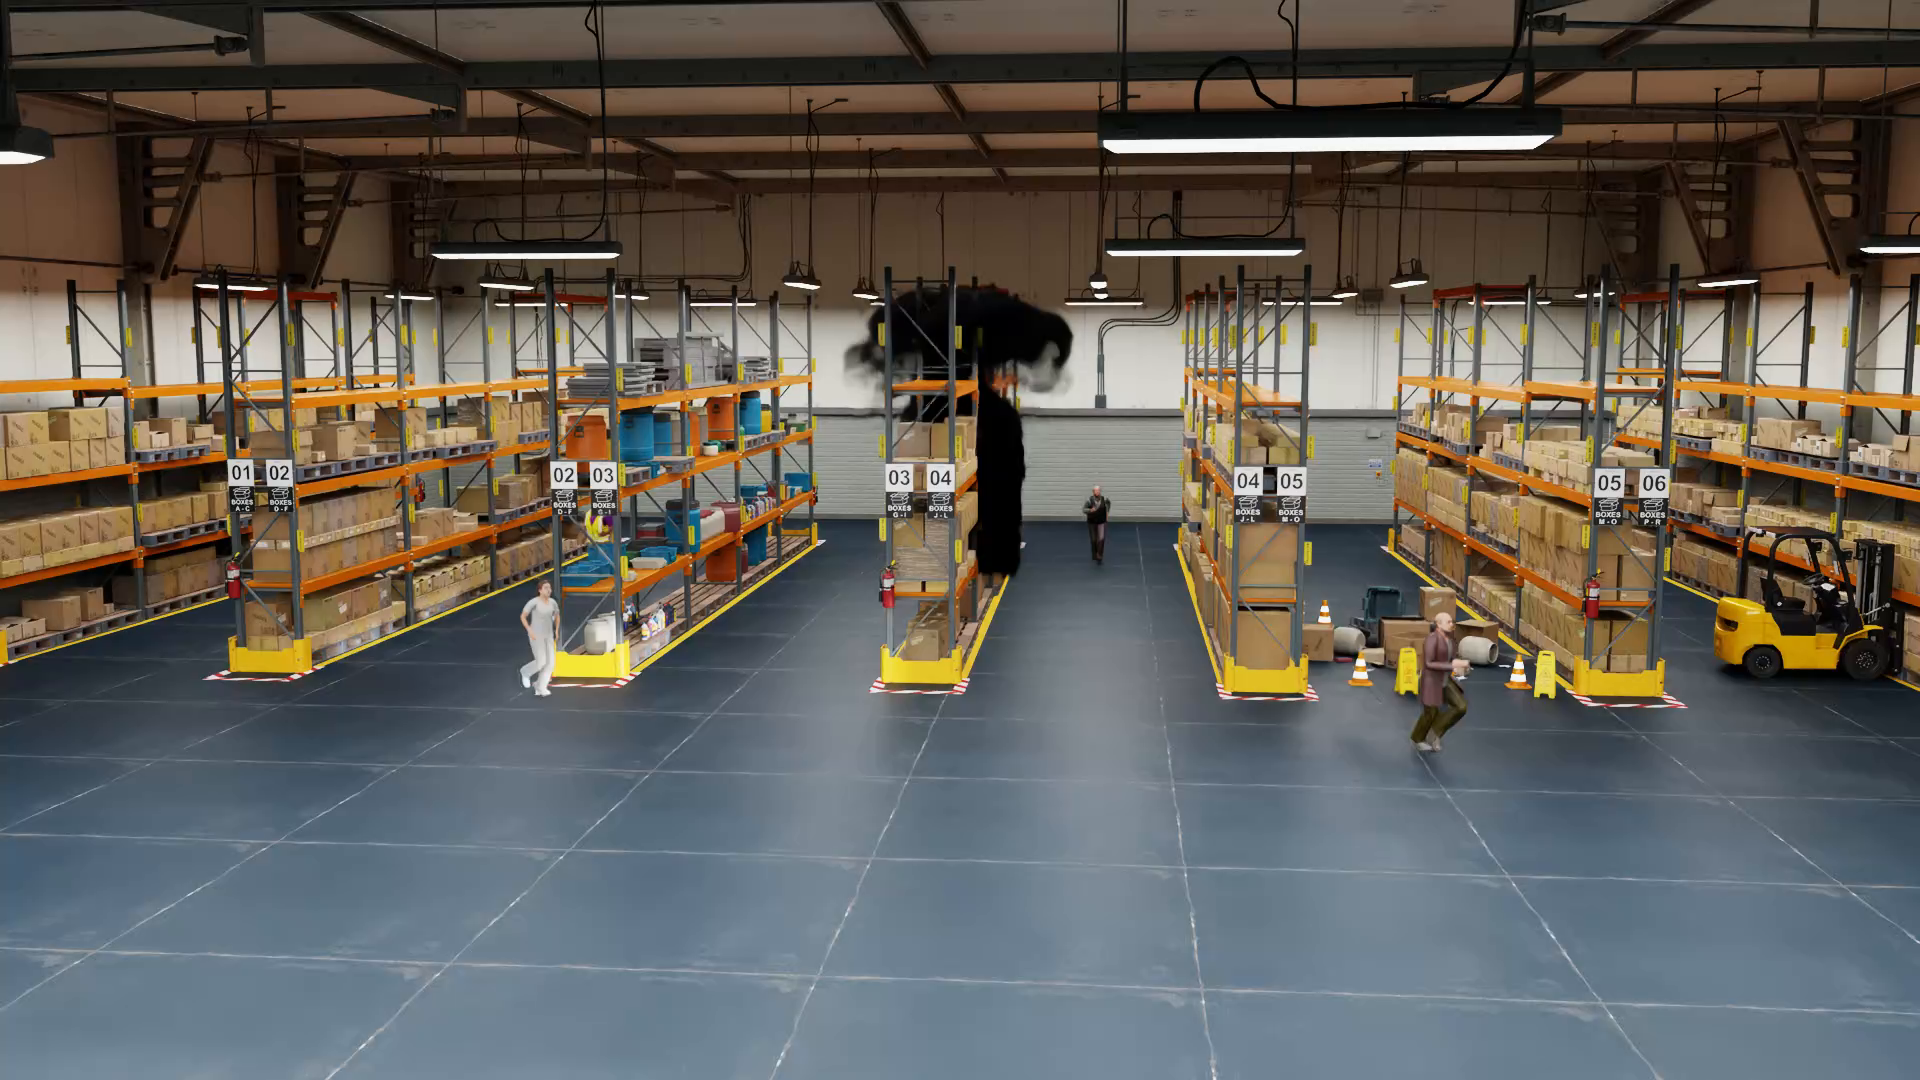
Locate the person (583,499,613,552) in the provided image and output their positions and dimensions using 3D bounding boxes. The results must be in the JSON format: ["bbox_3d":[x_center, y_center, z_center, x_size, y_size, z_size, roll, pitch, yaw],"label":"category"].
[{"bbox_3d":[-6.748,0.036,31.062,0.663,1.706,0.609,1,7,8],"label":"person"}]

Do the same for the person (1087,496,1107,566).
[{"bbox_3d":[3.031,-0.201,36.914,0.444,1.575,0.837,0,7,3],"label":"person"}]

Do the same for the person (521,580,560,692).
[{"bbox_3d":[-5.881,1.329,23.353,0.498,1.575,0.592,6,9,42],"label":"person"}]

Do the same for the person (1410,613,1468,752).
[{"bbox_3d":[5.745,1.713,19.901,0.753,1.732,0.840,-6,9,-40],"label":"person"}]
